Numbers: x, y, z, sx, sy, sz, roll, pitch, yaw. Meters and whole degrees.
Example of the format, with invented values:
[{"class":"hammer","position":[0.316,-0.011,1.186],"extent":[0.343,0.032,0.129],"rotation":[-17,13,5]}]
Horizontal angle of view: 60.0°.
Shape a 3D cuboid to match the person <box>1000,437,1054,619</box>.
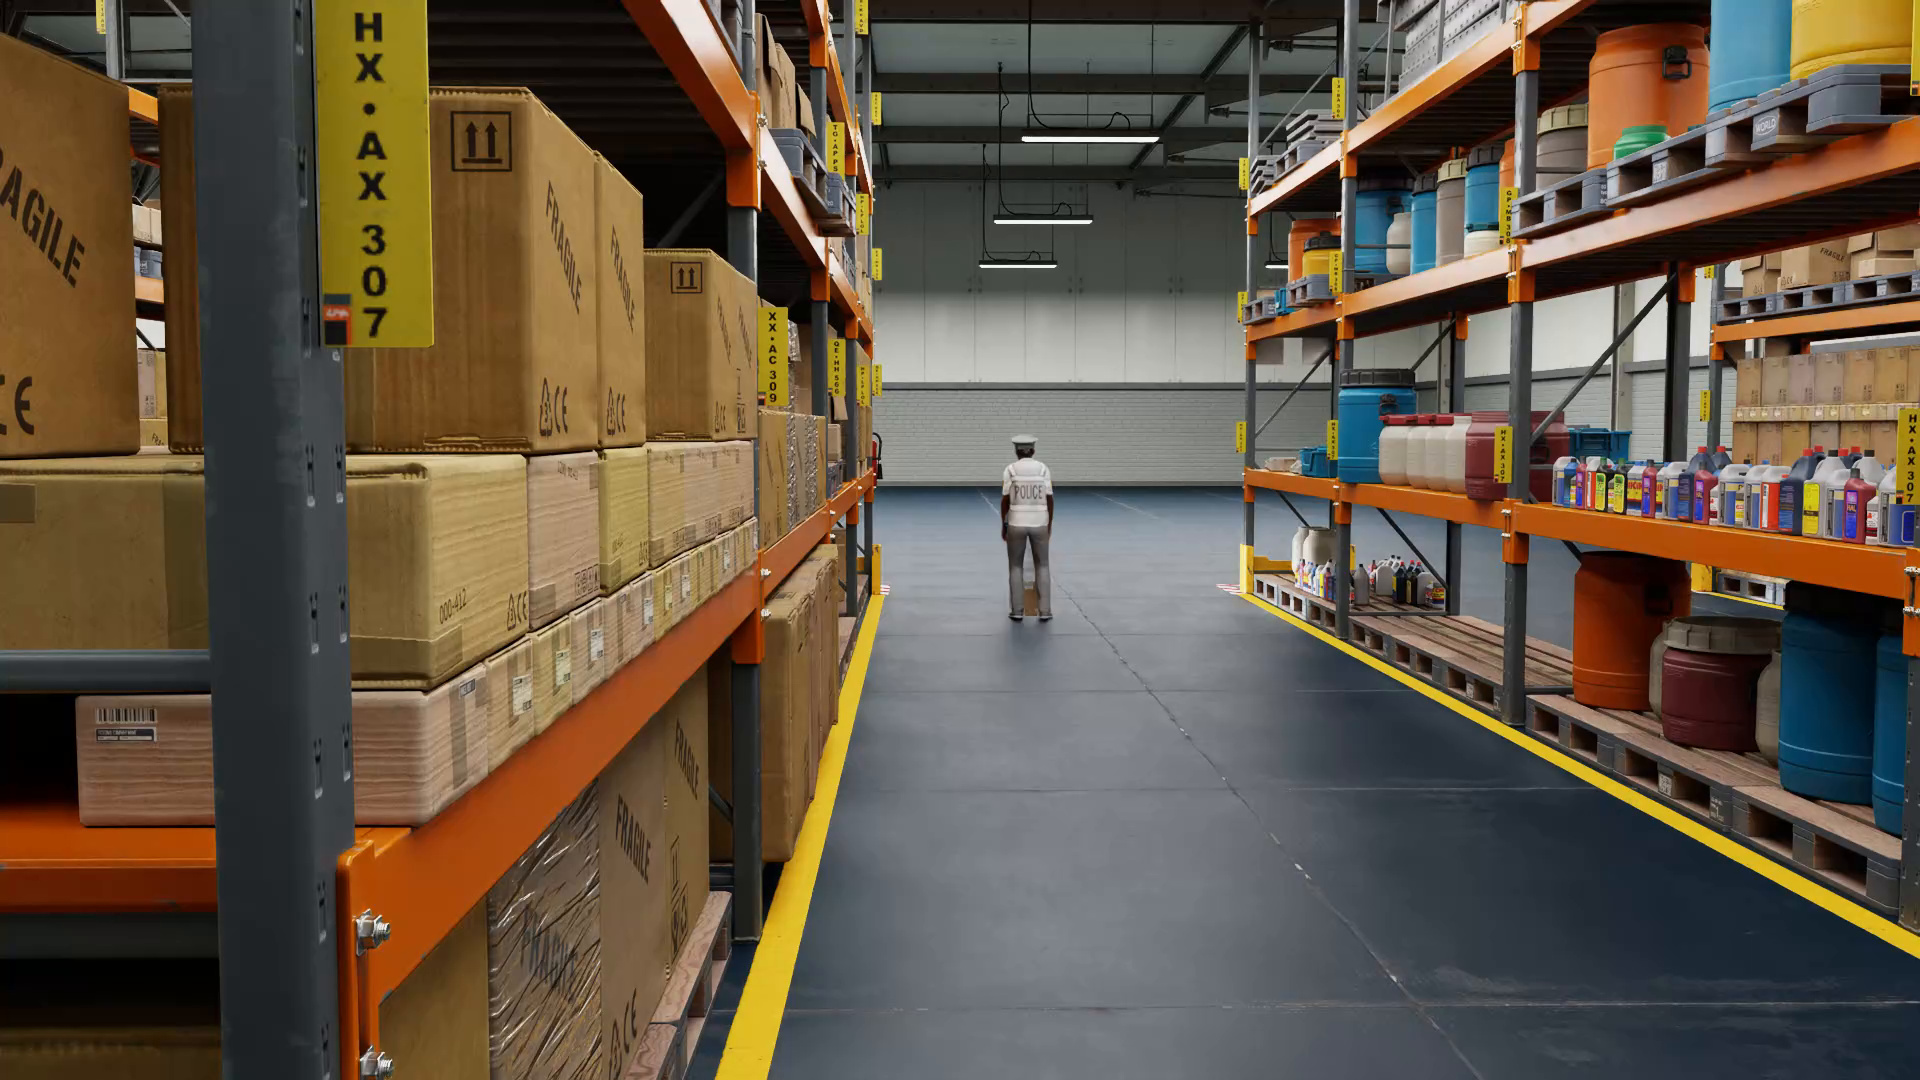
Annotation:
[{"class":"person","position":[0.613,-0.106,15.091],"extent":[0.512,1.656,0.426],"rotation":[0,4,-4]}]
